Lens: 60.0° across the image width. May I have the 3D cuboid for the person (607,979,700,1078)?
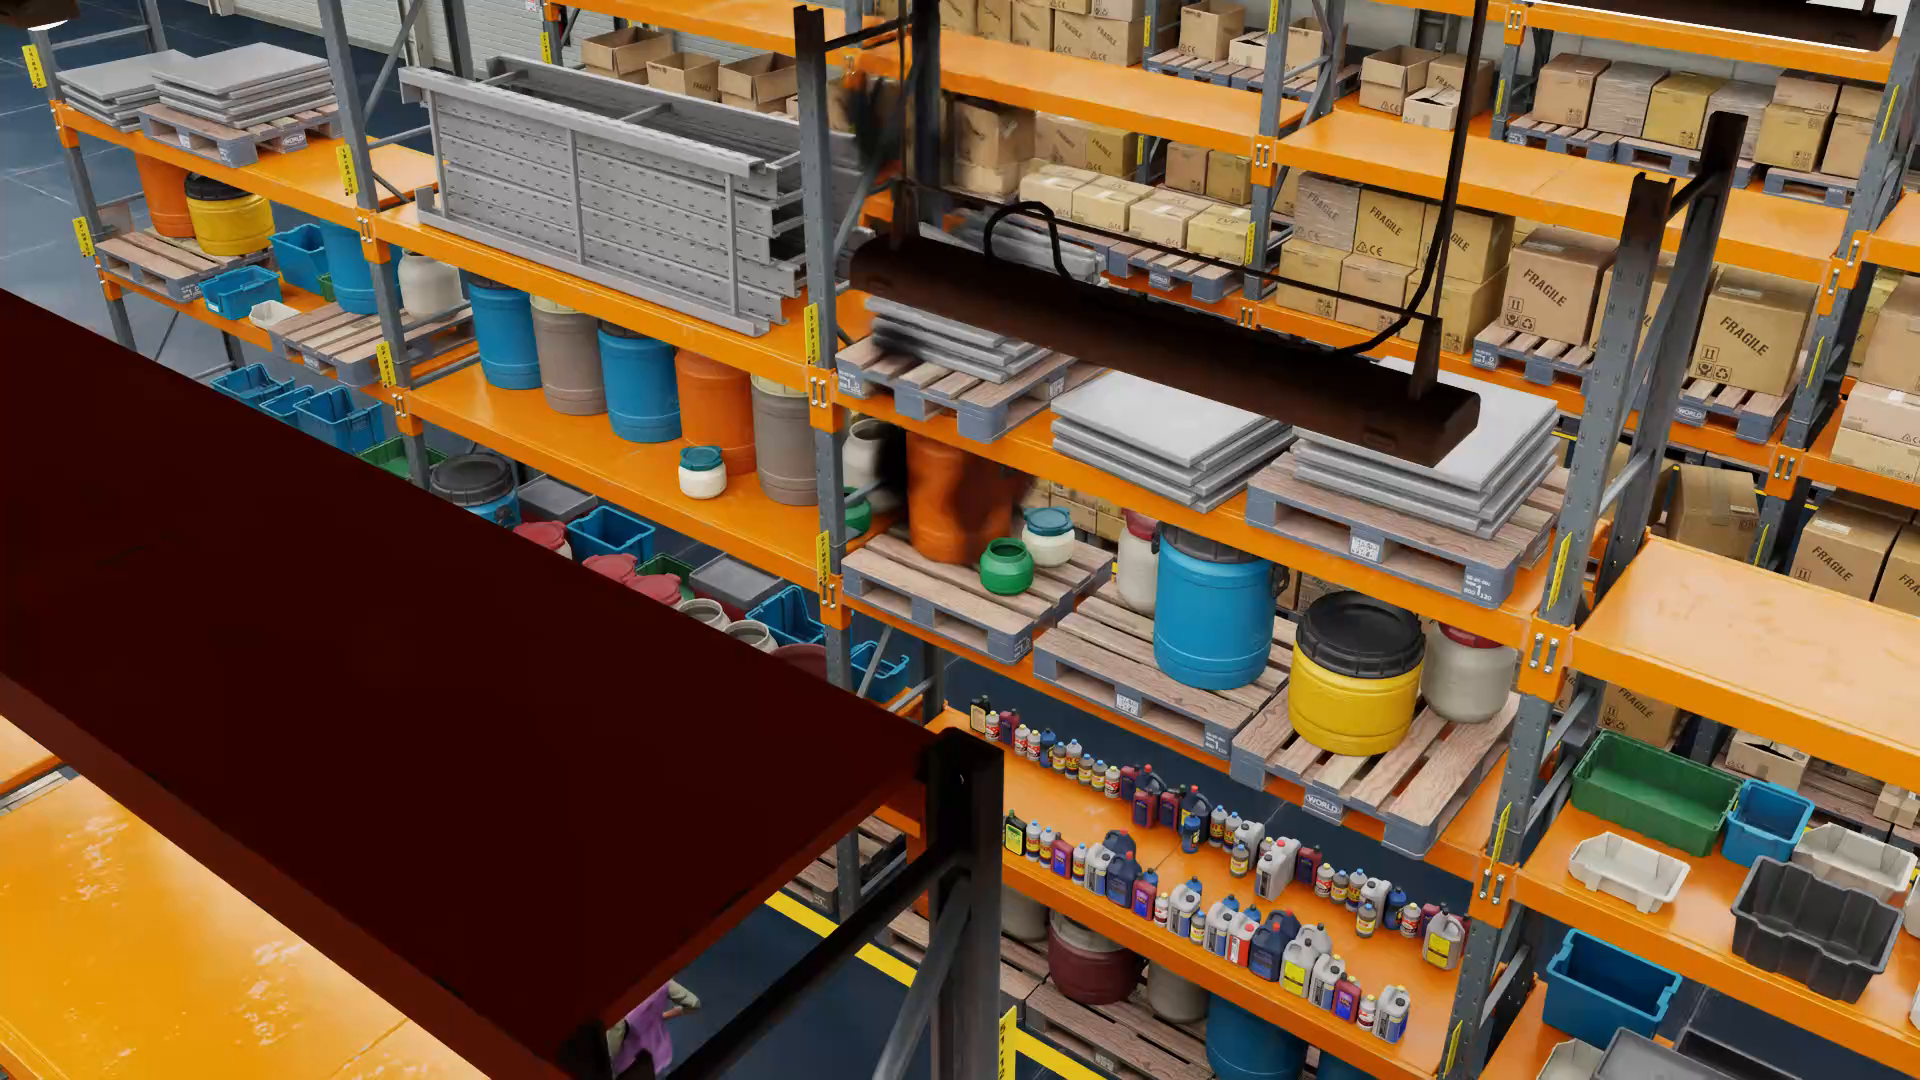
[{"bbox_3d":[-1.662,2.727,8.717,0.793,1.587,0.545,17,35,26],"label":"person"}]
